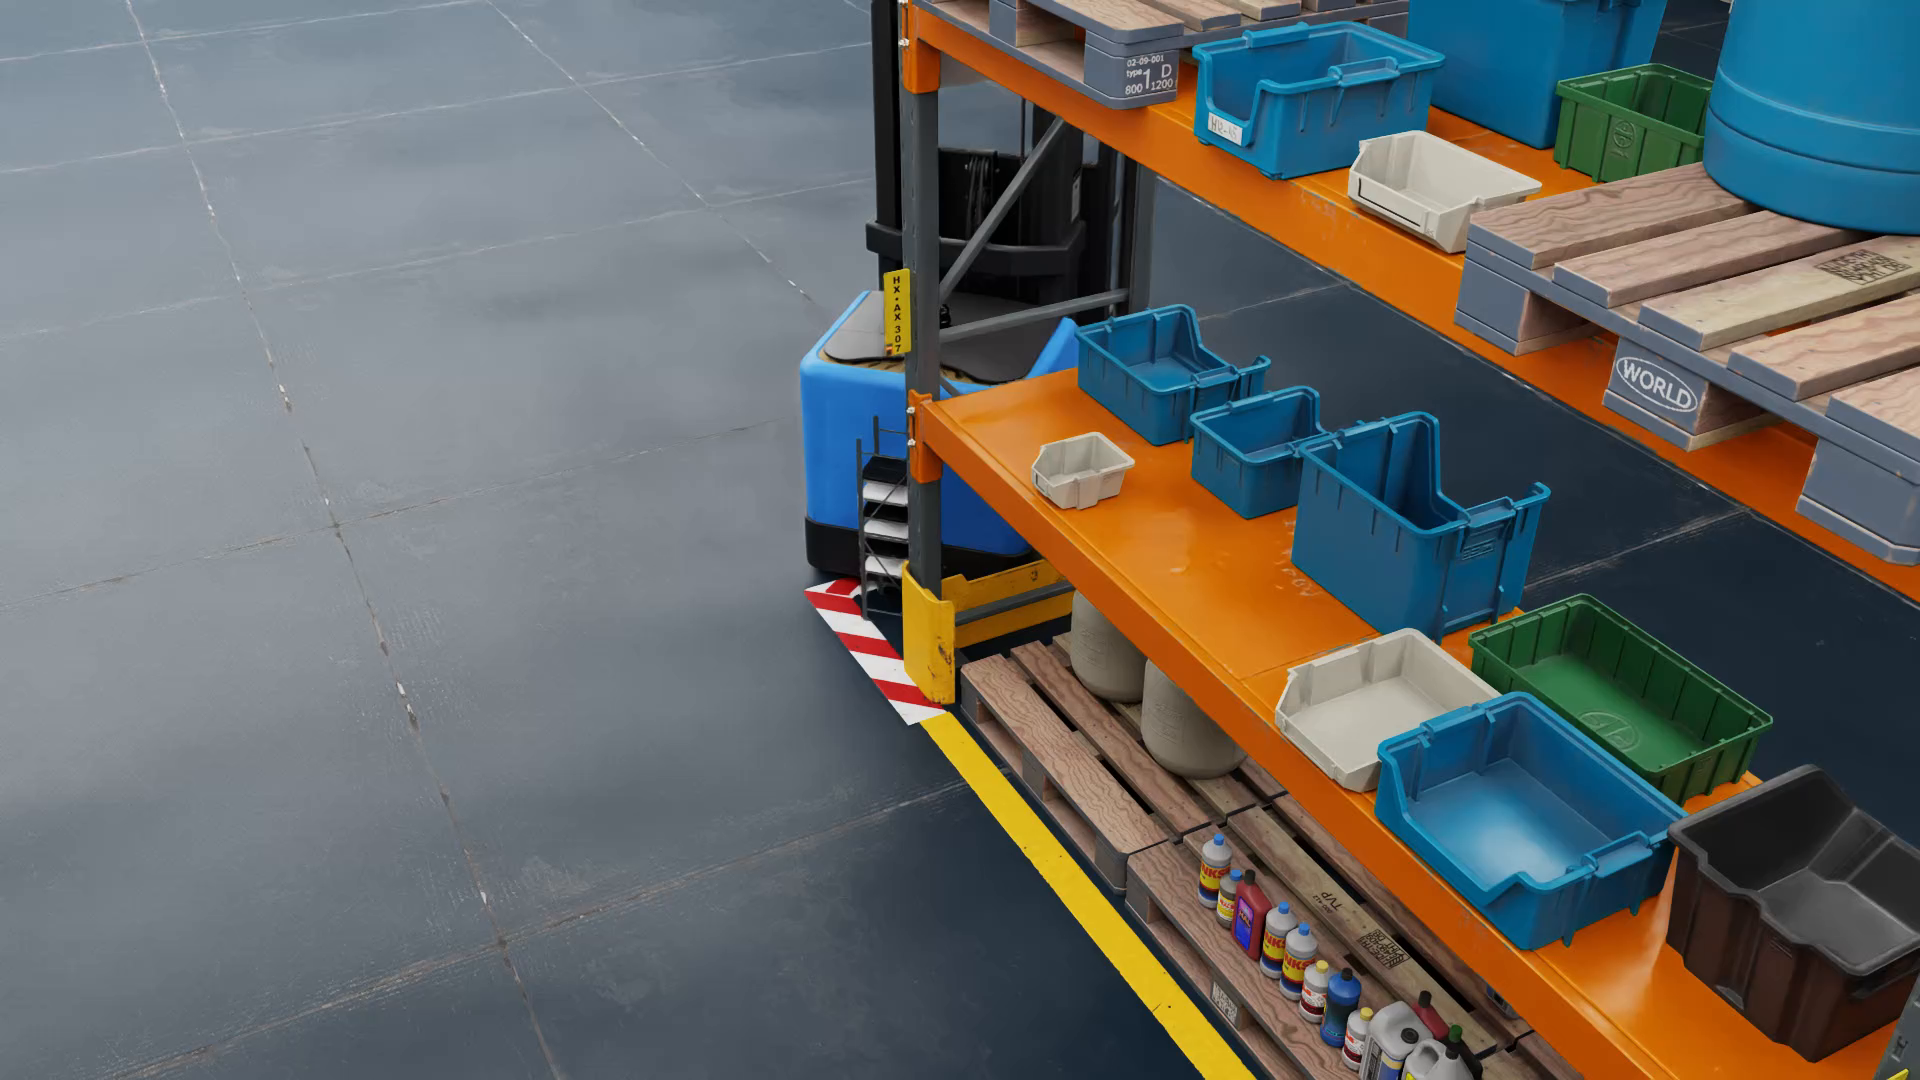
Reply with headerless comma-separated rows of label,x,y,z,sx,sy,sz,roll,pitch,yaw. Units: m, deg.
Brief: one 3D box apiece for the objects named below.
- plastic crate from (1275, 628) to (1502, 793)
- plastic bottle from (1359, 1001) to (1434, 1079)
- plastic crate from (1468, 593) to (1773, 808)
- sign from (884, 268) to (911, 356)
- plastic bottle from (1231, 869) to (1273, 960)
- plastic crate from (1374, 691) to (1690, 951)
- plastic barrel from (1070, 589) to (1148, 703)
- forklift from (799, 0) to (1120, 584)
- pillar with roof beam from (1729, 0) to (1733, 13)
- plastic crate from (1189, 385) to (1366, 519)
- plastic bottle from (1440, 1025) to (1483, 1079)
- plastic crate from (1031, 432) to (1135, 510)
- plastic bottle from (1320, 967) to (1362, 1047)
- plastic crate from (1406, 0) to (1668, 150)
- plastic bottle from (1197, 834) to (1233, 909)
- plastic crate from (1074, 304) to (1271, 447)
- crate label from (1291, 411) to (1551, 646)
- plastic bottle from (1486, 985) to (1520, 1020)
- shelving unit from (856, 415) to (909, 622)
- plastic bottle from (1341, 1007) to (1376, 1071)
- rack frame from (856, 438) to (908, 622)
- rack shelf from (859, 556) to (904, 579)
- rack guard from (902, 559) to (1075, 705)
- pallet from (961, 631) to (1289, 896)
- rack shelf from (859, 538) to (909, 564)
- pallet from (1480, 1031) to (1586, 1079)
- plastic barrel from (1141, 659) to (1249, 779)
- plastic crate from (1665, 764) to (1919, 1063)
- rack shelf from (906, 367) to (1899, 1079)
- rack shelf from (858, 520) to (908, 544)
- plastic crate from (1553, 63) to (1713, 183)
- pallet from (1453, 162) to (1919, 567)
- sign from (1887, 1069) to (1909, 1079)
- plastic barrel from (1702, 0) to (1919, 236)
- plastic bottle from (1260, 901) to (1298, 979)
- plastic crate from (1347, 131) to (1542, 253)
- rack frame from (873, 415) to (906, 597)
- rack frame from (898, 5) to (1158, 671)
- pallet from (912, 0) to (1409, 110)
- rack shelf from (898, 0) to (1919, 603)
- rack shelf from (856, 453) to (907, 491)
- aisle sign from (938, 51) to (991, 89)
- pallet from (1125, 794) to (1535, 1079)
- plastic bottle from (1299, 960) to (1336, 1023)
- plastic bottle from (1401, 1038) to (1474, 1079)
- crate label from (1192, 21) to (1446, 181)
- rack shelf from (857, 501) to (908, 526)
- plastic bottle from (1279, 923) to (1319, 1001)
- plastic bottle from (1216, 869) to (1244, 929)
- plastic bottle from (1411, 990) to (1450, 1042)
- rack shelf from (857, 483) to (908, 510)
plastic crate,1.148,0.471,4.479,0.530,0.136,0.437,-16,36,-23
plastic bottle,1.261,1.473,4.787,0.152,0.276,0.135,-15,36,-22
plastic crate,1.746,0.441,4.477,0.450,0.188,0.662,-16,36,-23
sign,-0.225,-0.818,5.990,0.100,0.325,0.005,-16,36,-23
plastic bottle,0.923,1.177,5.243,0.061,0.283,0.133,-15,36,-22
plastic crate,1.373,0.674,4.056,0.499,0.251,0.616,-16,36,-23
plastic barrel,0.638,0.328,6.375,0.421,0.512,0.421,0,33,0
forklift,0.243,-1.750,7.764,1.130,2.935,3.031,10,34,15
pillar with roof beam,3.514,-7.520,11.146,9.100,9.000,0.400,-16,36,-23
plastic crate,1.060,-0.300,5.576,0.499,0.251,0.408,-16,36,-23
plastic bottle,1.412,1.511,4.721,0.061,0.283,0.133,-16,36,-23
plastic crate,0.396,-0.219,5.556,0.298,0.136,0.250,-16,36,-23
plastic bottle,1.134,1.377,4.941,0.097,0.271,0.097,0,33,0
plastic crate,1.419,-1.260,4.170,0.392,0.384,0.575,-16,36,-23
plastic bottle,0.834,1.069,5.422,0.097,0.271,0.097,0,33,0
plastic crate,0.762,-0.612,6.062,0.499,0.251,0.616,-16,36,-23
crate label,1.361,-0.043,5.003,0.502,0.435,0.616,-16,36,-23
plastic bottle,1.714,1.299,5.059,0.152,0.276,0.135,-16,36,-23
shelving unit,-0.275,-0.065,7.017,0.258,0.900,0.210,10,34,15
plastic bottle,1.182,1.455,4.884,0.097,0.201,0.097,0,33,0
rack frame,-0.306,-0.012,6.935,0.240,0.900,0.006,10,34,15
rack shelf,-0.275,0.115,7.132,0.258,0.077,0.200,10,34,15
rack guard,0.341,0.239,6.914,1.175,0.500,0.348,-16,36,-23
pallet,0.715,0.750,6.384,1.003,0.211,1.213,-16,36,-23
rack shelf,-0.275,0.039,7.083,0.258,0.077,0.200,10,34,15
pallet,1.853,1.914,4.567,1.003,0.211,1.213,-16,36,-23
plastic barrel,0.872,0.567,6.002,0.421,0.512,0.421,0,33,0
plastic crate,1.997,0.815,3.755,0.767,0.338,0.504,-16,36,-23
rack shelf,1.196,0.419,4.982,1.077,0.370,4.000,-16,36,-23
rack shelf,-0.275,-0.037,7.035,0.258,0.077,0.200,10,34,15
plastic crate,1.634,-0.924,3.828,0.336,0.188,0.450,-16,36,-23
pallet,1.706,-0.432,3.039,1.213,0.211,1.003,-16,36,-23
sign,1.637,1.087,3.015,0.100,0.325,0.005,-16,36,-23
plastic barrel,1.760,-1.082,3.024,0.600,0.901,0.708,-16,36,-23
plastic bottle,0.993,1.233,5.167,0.097,0.271,0.097,0,33,0
plastic crate,1.023,-0.745,3.597,0.243,0.136,0.396,-16,36,-23
rack frame,-0.244,-0.117,7.098,0.240,0.900,0.006,10,34,15
rack frame,0.264,-0.838,6.277,1.000,3.000,0.127,-16,36,-23
pallet,0.563,-1.602,4.865,1.003,0.211,1.213,-16,36,-23
rack shelf,1.196,-0.844,4.173,1.077,0.370,4.000,-16,36,-23
rack shelf,-0.275,-0.264,6.889,0.258,0.077,0.200,10,34,15
aisle sign,-0.029,-1.893,5.515,0.394,0.787,0.004,-16,36,-23
pallet,1.280,1.331,5.477,1.003,0.211,1.213,-16,36,-23
plastic bottle,1.086,1.357,5.037,0.097,0.201,0.097,0,33,0
plastic bottle,1.334,1.520,4.644,0.144,0.351,0.185,-16,36,-23
crate label,0.844,-1.062,3.984,0.502,0.251,0.408,-16,36,-23
rack shelf,-0.275,-0.112,6.986,0.258,0.077,0.200,10,34,15
plastic bottle,1.040,1.280,5.092,0.097,0.271,0.097,0,33,0
plastic bottle,0.882,1.148,5.364,0.097,0.201,0.097,0,33,0
plastic bottle,1.355,1.443,4.827,0.061,0.283,0.133,-16,36,-23
rack shelf,-0.275,-0.188,6.938,0.258,0.077,0.200,10,34,15
